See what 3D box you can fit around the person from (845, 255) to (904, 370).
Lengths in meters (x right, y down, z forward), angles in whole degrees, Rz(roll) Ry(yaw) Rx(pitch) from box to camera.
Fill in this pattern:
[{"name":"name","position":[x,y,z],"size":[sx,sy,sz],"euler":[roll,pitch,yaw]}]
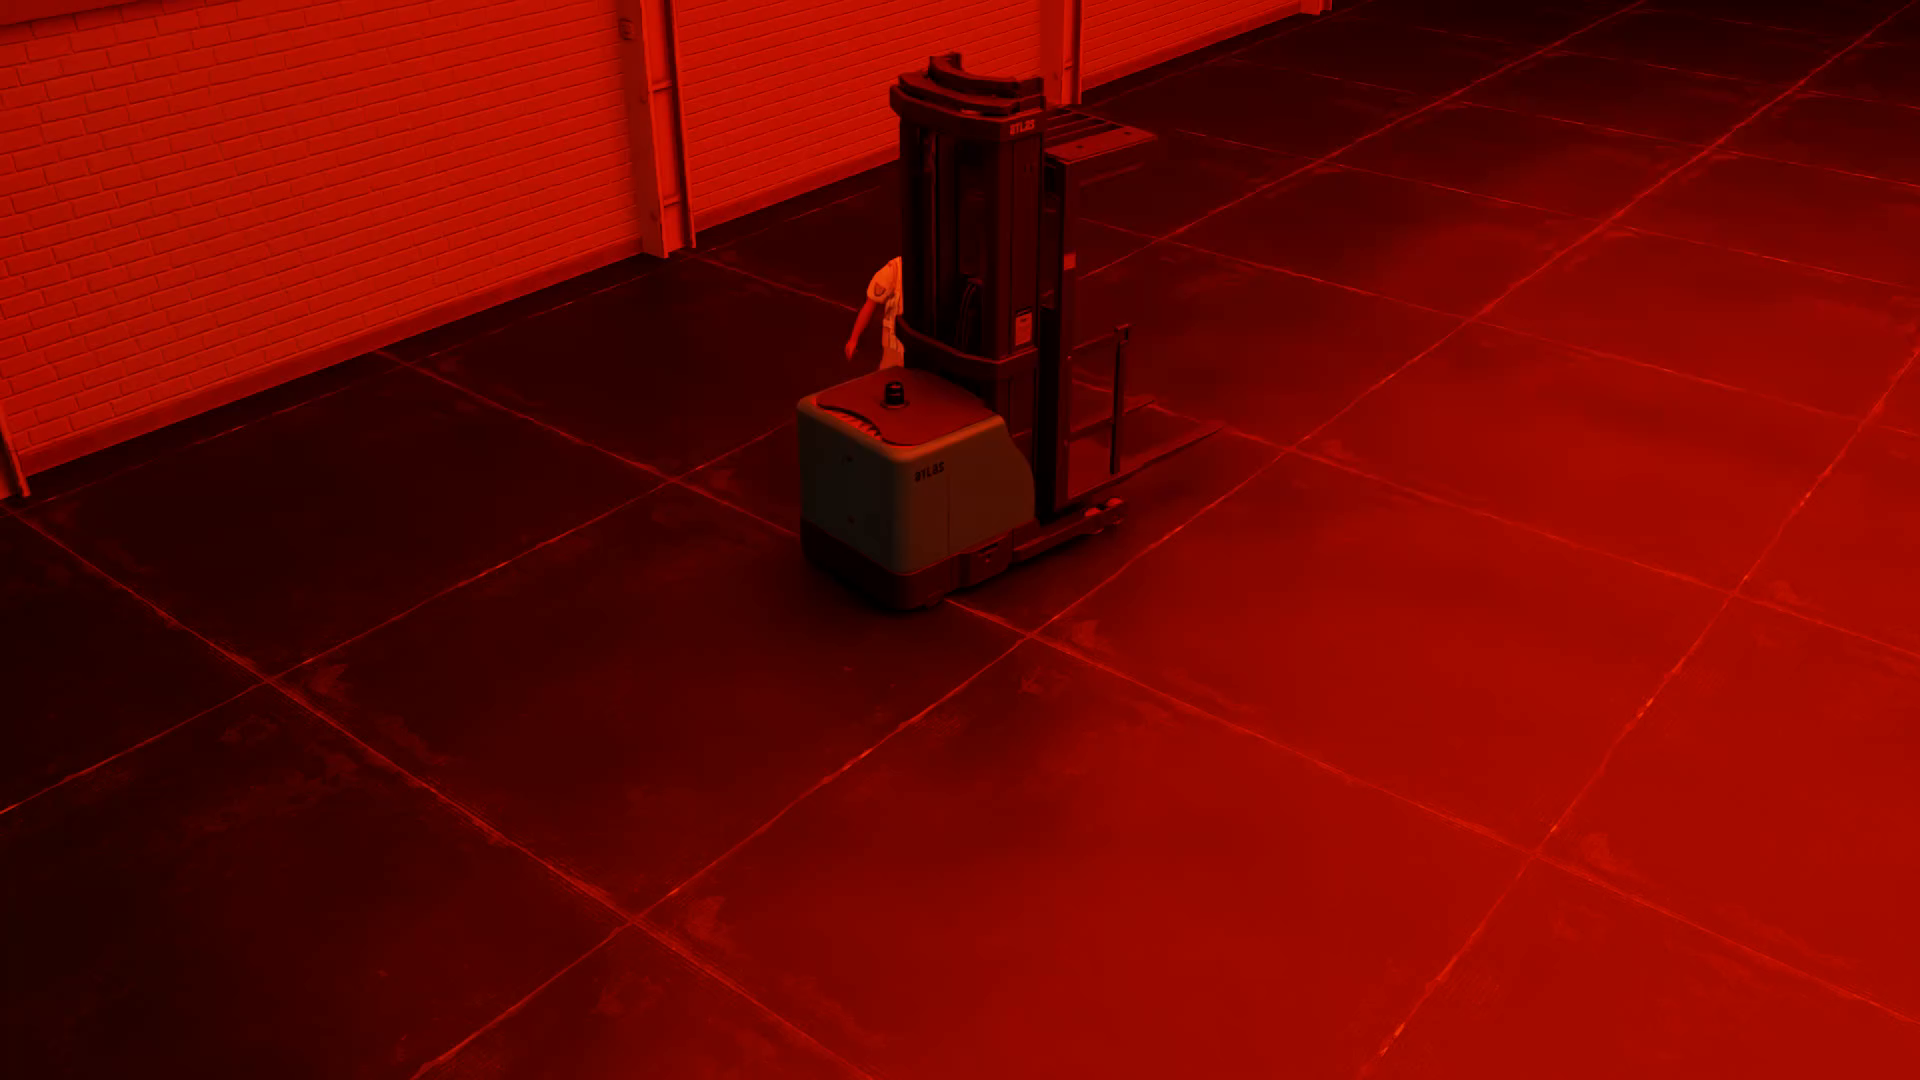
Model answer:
[{"name":"person","position":[-0.303,-1.298,11.099],"size":[0.921,1.663,0.514],"euler":[-3,30,-5]}]

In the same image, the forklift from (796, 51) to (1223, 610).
[{"name":"forklift","position":[0.453,-1.478,10.124],"size":[3.031,2.935,1.130],"euler":[-24,38,-35]}]
